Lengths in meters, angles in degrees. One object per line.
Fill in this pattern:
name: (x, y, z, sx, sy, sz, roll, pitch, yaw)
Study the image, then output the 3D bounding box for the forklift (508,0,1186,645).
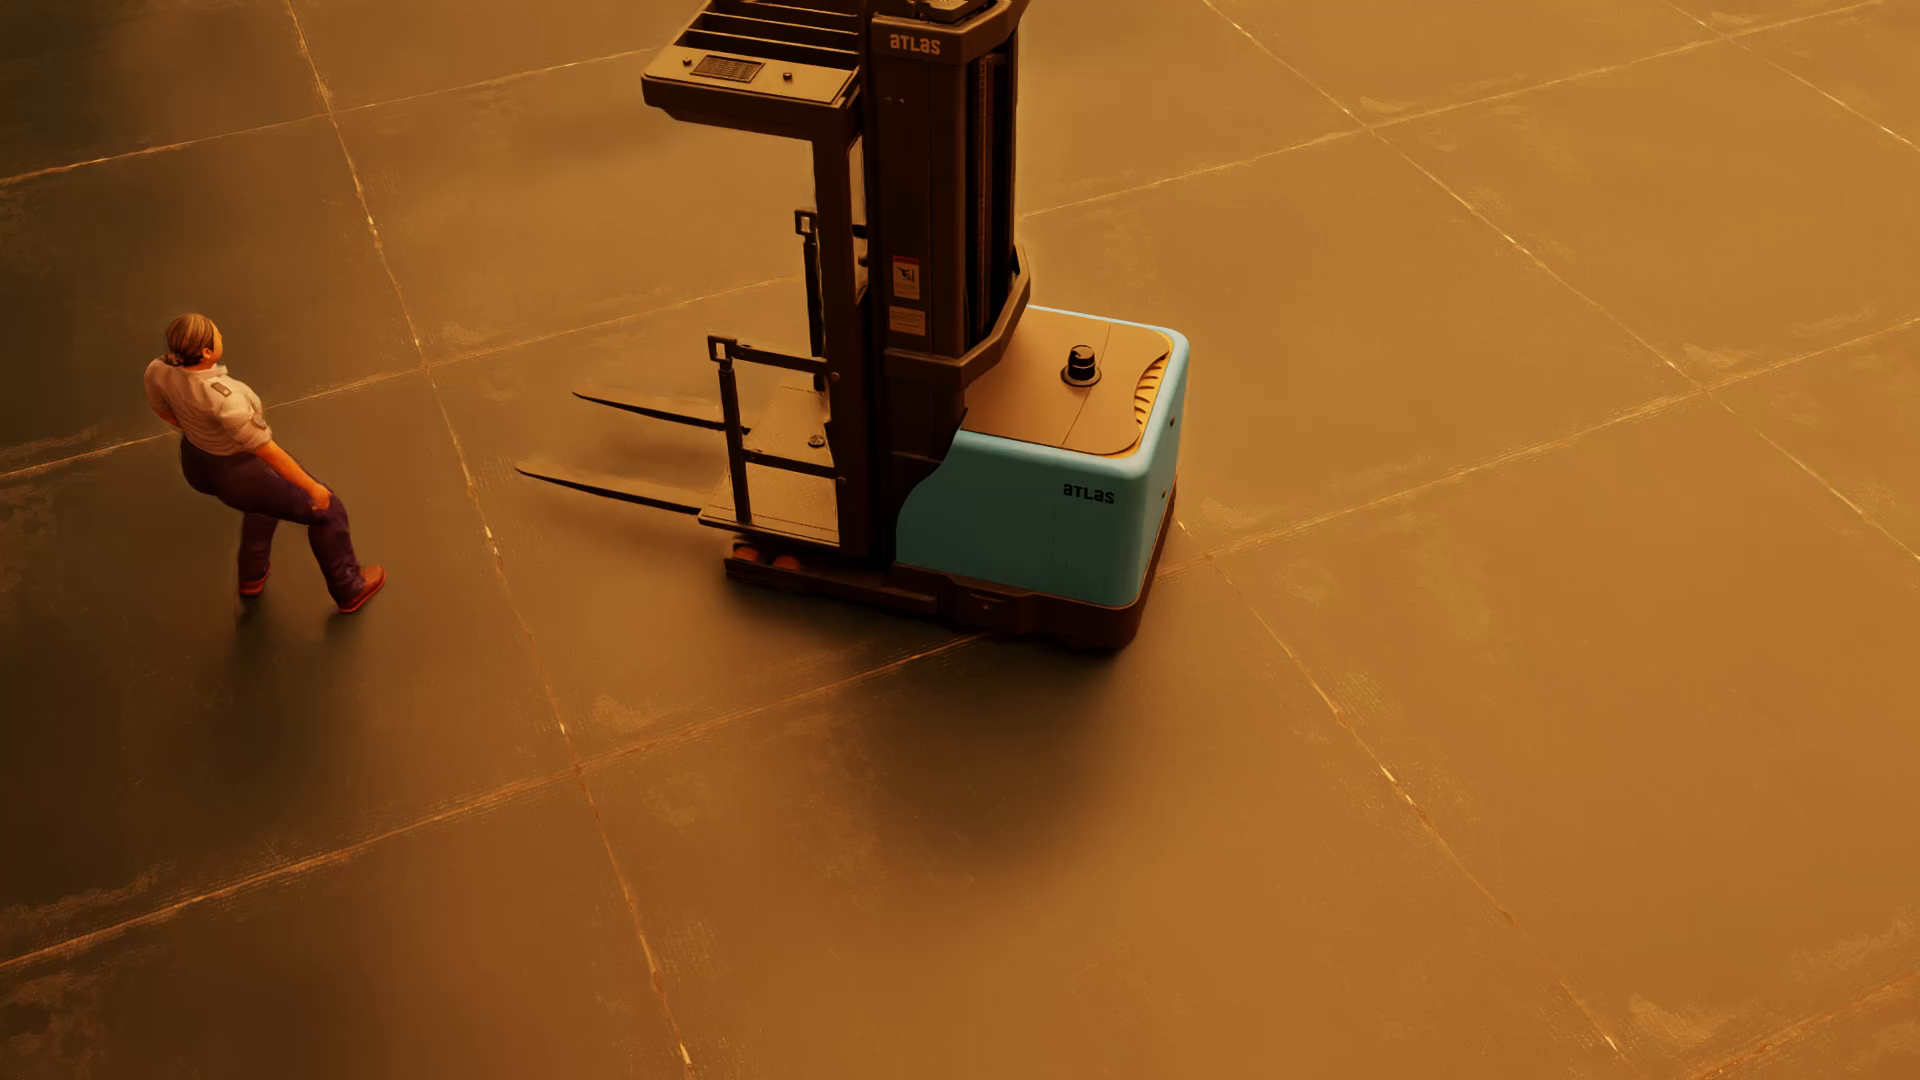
forklift: (-0.573, -1.152, 6.915, 3.031, 2.935, 1.130, 10, 44, 10)

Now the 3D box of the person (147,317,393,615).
person: (-2.952, -0.353, 7.067, 0.762, 1.548, 0.504, 23, 48, 23)
